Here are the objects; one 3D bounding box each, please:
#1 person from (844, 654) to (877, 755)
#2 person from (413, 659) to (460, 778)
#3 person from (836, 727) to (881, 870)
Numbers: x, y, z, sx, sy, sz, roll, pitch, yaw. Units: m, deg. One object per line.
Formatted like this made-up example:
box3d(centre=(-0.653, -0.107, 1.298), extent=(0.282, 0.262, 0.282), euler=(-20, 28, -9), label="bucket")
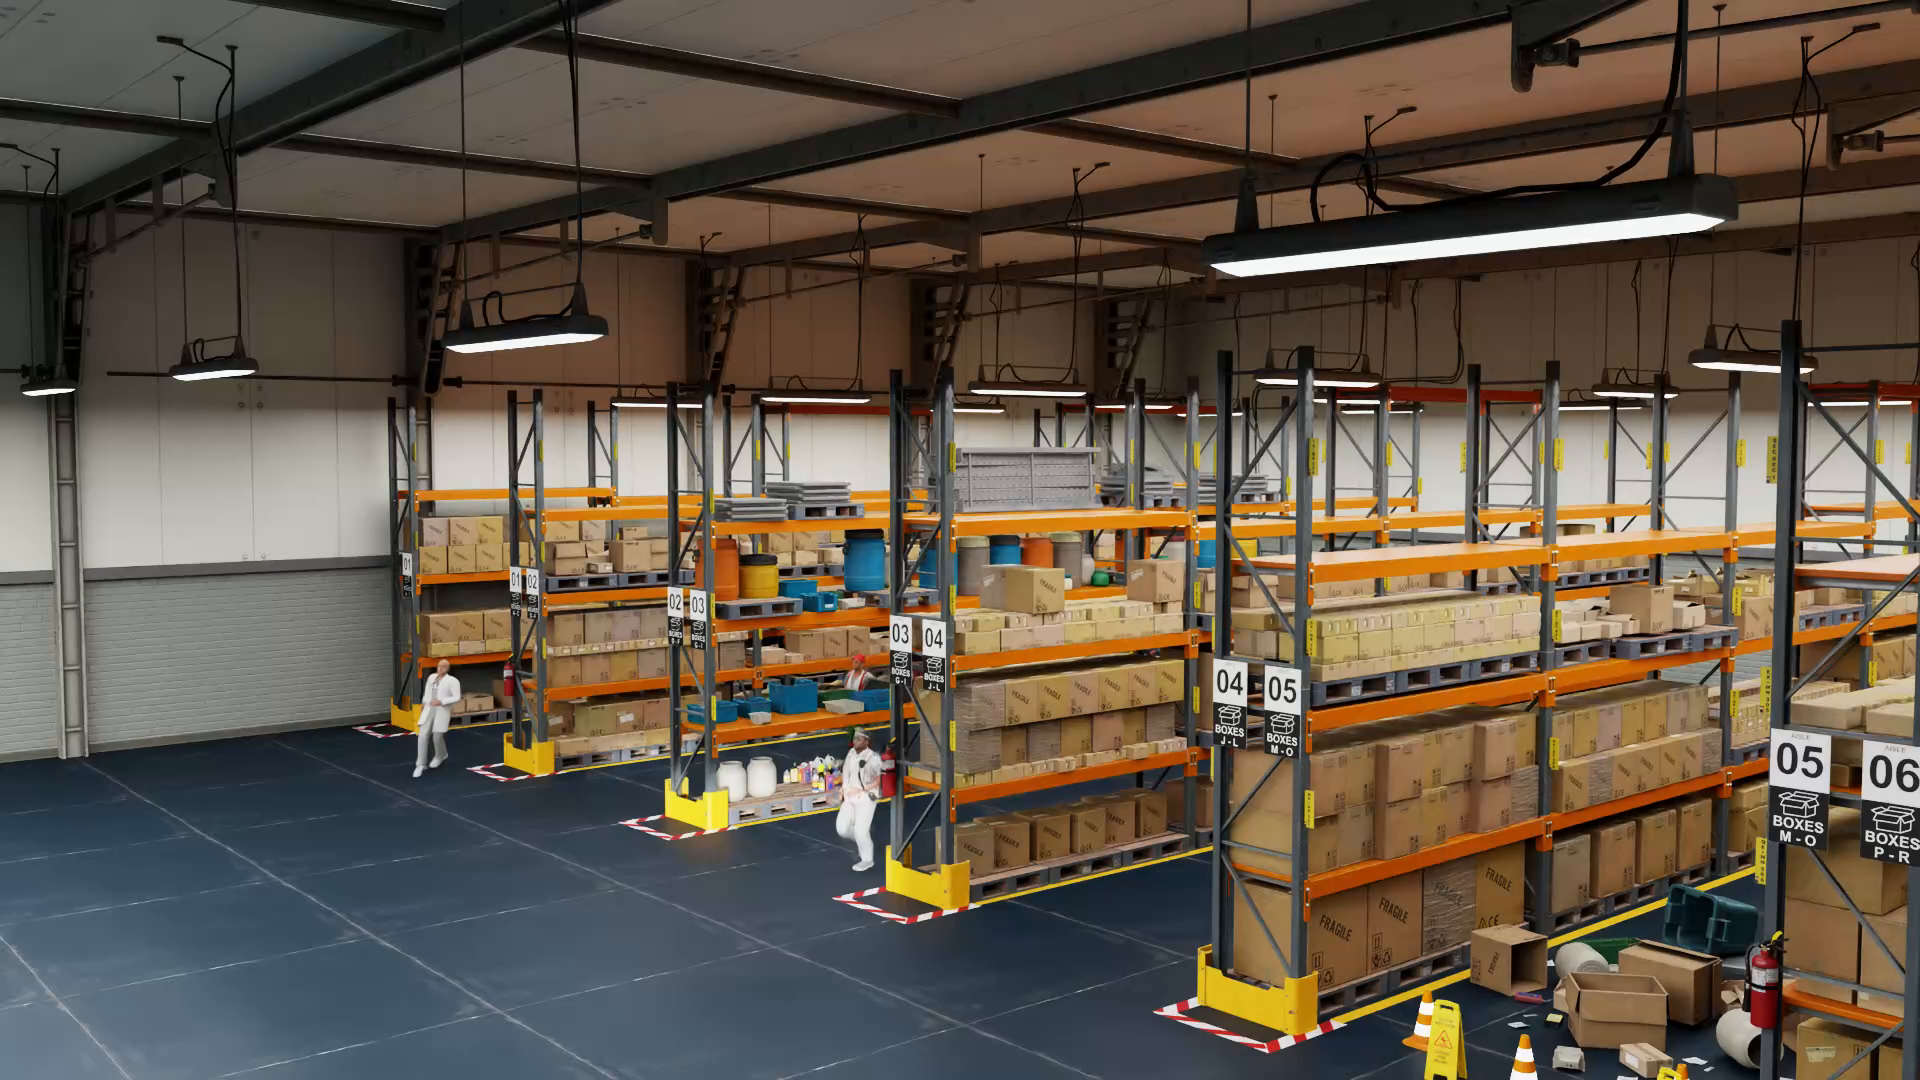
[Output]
box3d(centre=(-1.626, 2.707, 26.795), extent=(0.667, 1.763, 0.860), euler=(2, 4, 36), label="person")
box3d(centre=(-8.155, 2.763, 25.996), extent=(0.716, 1.747, 0.986), euler=(0, 3, 8), label="person")
box3d(centre=(-1.227, 3.122, 20.143), extent=(0.663, 1.739, 0.595), euler=(3, 4, 41), label="person")
